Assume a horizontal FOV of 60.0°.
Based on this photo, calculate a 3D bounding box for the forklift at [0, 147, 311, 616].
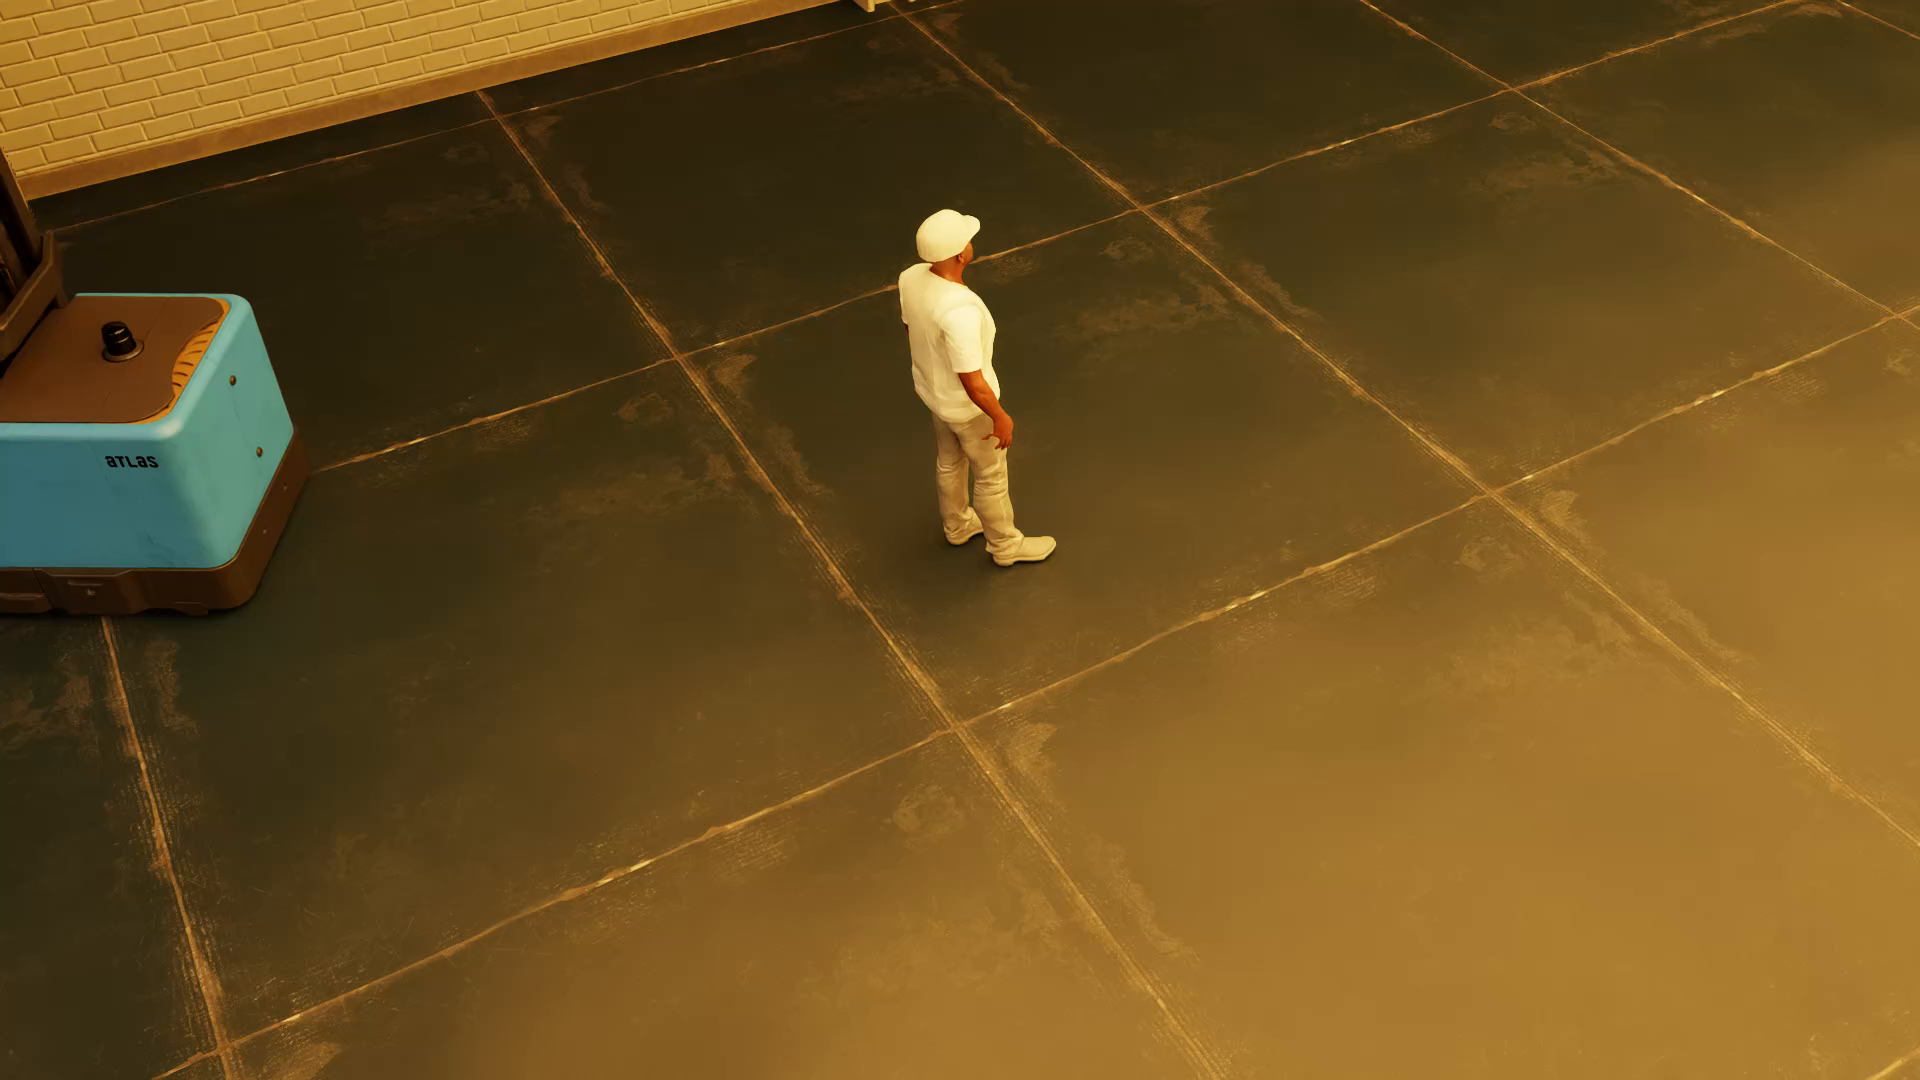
[{"bbox_3d":[-4.689,-1.080,6.862,3.031,2.935,1.130,0,43,0],"label":"forklift"}]

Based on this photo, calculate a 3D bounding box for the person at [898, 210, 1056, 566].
[{"bbox_3d":[0.063,-0.673,7.269,0.577,1.765,0.665,-21,47,-21],"label":"person"}]
